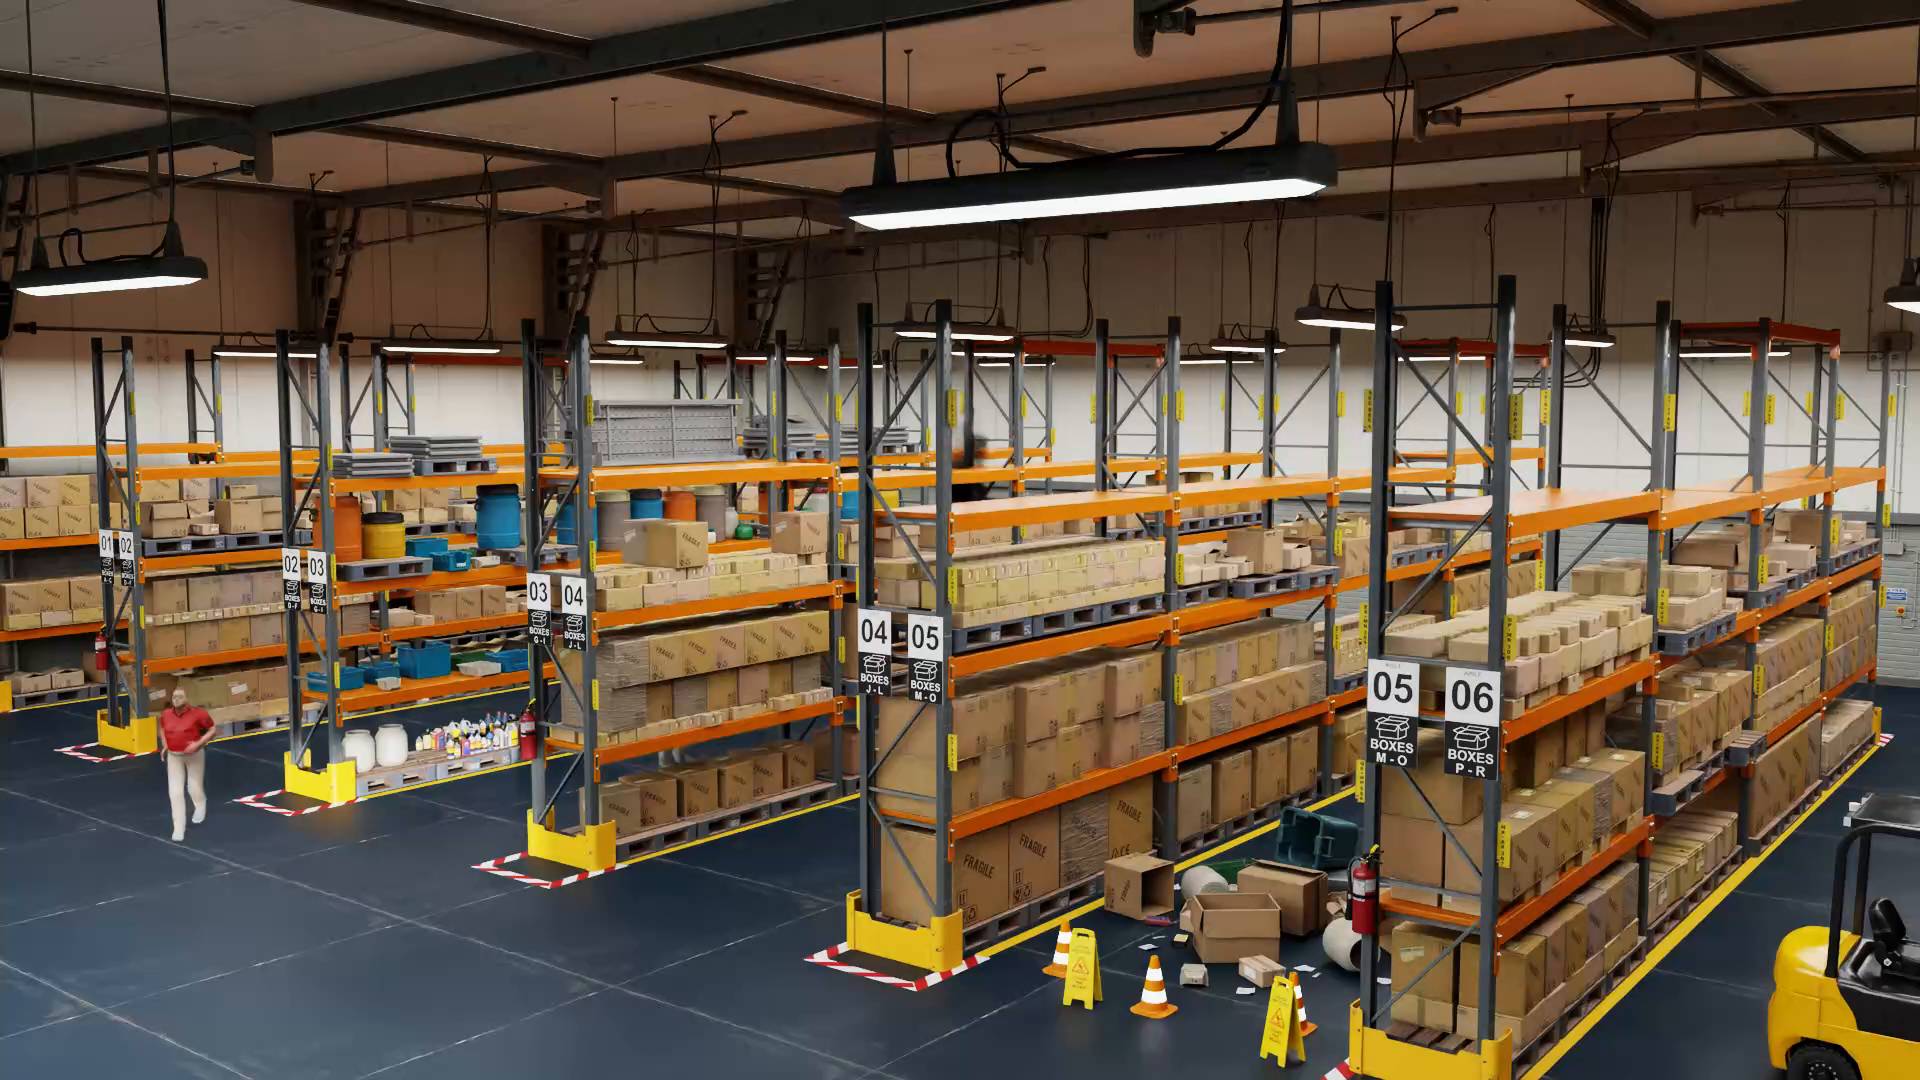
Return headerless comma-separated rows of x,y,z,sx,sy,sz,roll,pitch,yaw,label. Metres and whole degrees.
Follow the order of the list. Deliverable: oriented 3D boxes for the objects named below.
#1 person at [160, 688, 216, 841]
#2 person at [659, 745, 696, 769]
-9.115,2.605,19.655,0.657,1.774,0.850,-1,5,-11,person
-3.667,2.416,21.455,0.722,1.757,0.835,3,6,31,person
